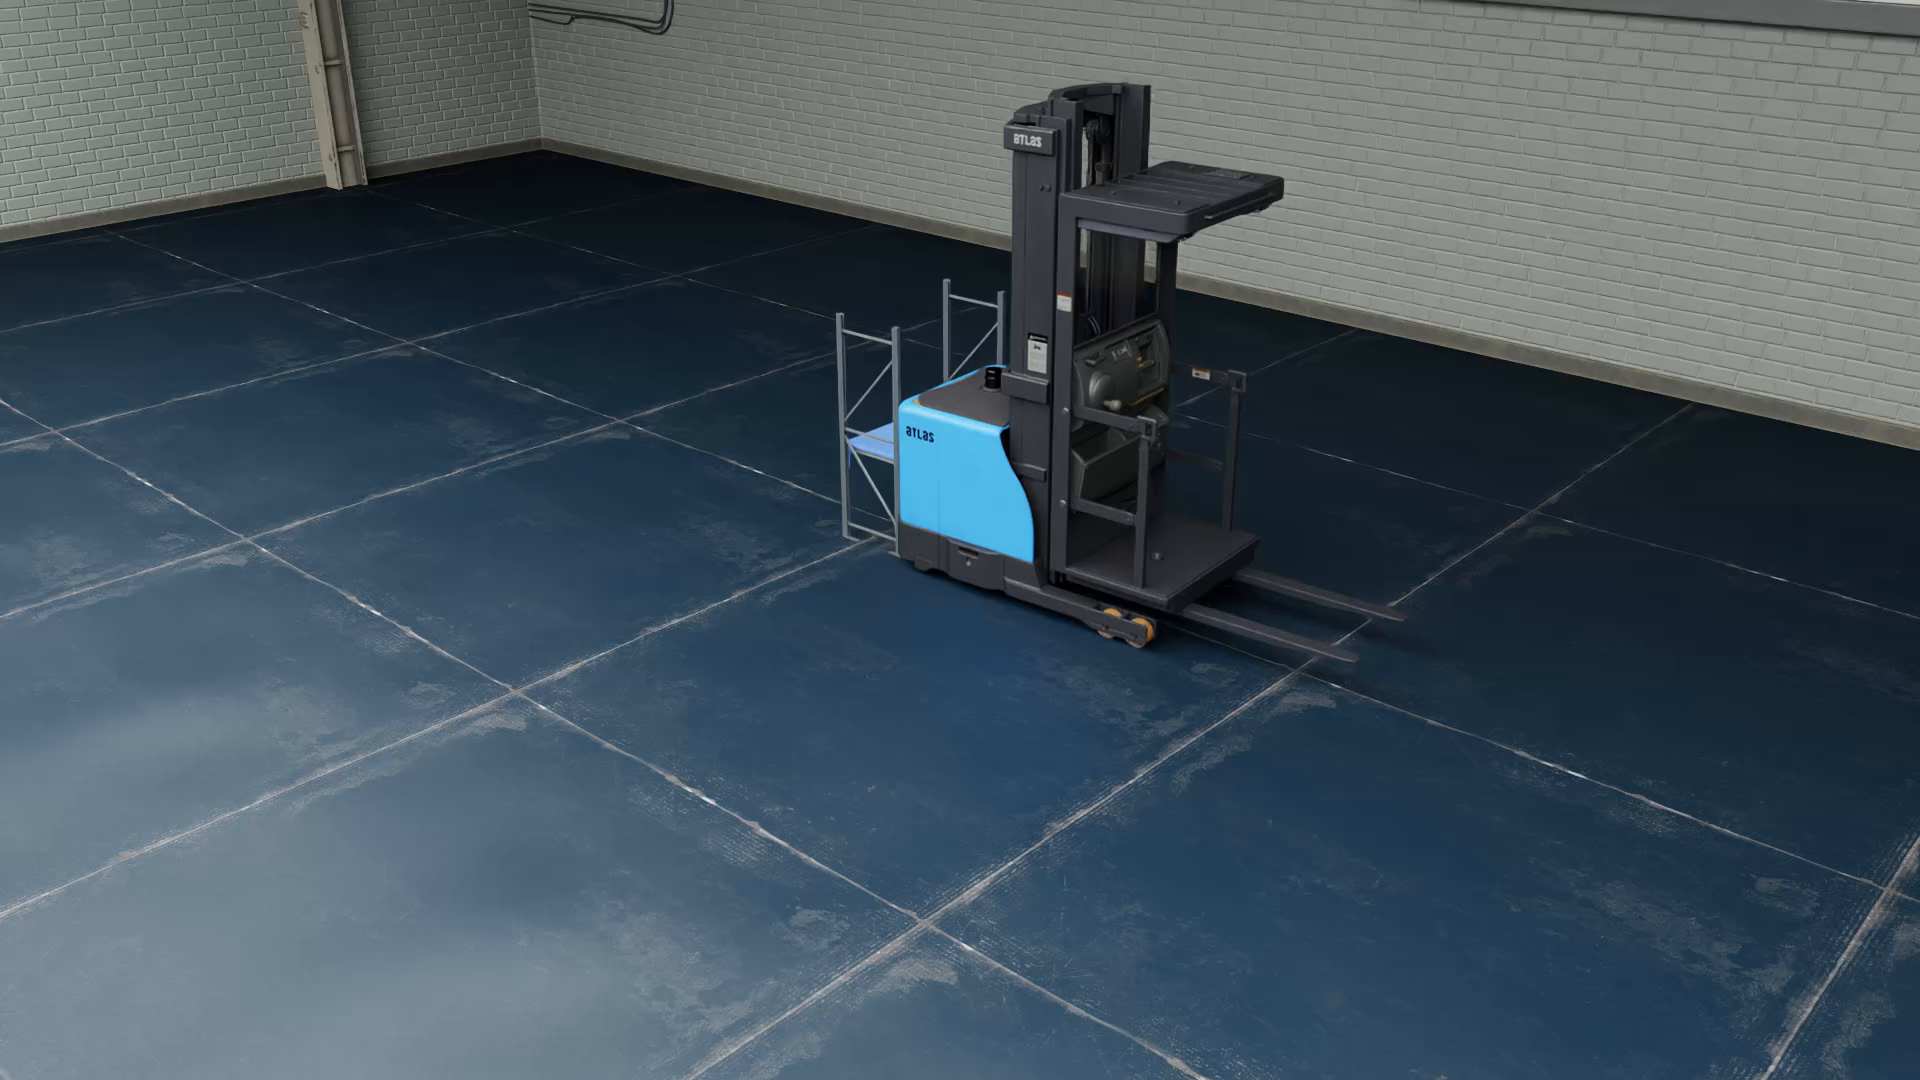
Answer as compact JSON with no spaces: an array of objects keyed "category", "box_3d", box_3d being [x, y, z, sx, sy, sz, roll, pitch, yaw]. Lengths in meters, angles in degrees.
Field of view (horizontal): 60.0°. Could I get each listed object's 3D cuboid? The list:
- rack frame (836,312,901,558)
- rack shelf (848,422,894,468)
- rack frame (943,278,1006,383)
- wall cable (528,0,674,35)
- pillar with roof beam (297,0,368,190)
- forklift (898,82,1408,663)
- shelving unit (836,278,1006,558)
[{"category":"rack frame","box_3d":[-0.559,-0.643,10.350,0.500,1.500,0.032,19,30,36]},{"category":"rack shelf","box_3d":[-0.234,-0.639,10.781,0.538,0.185,1.000,19,30,36]},{"category":"rack frame","box_3d":[0.091,-0.963,11.064,0.500,1.500,0.032,19,30,36]},{"category":"wall cable","box_3d":[-4.607,-7.602,20.501,3.097,2.526,0.112,20,31,38]},{"category":"pillar with roof beam","box_3d":[-4.352,-7.307,16.048,9.100,9.000,0.400,20,31,38]},{"category":"forklift","box_3d":[1.091,-0.975,9.342,3.031,2.935,1.130,17,29,34]},{"category":"shelving unit","box_3d":[-0.234,-0.803,10.707,0.538,1.500,1.048,19,30,36]}]
